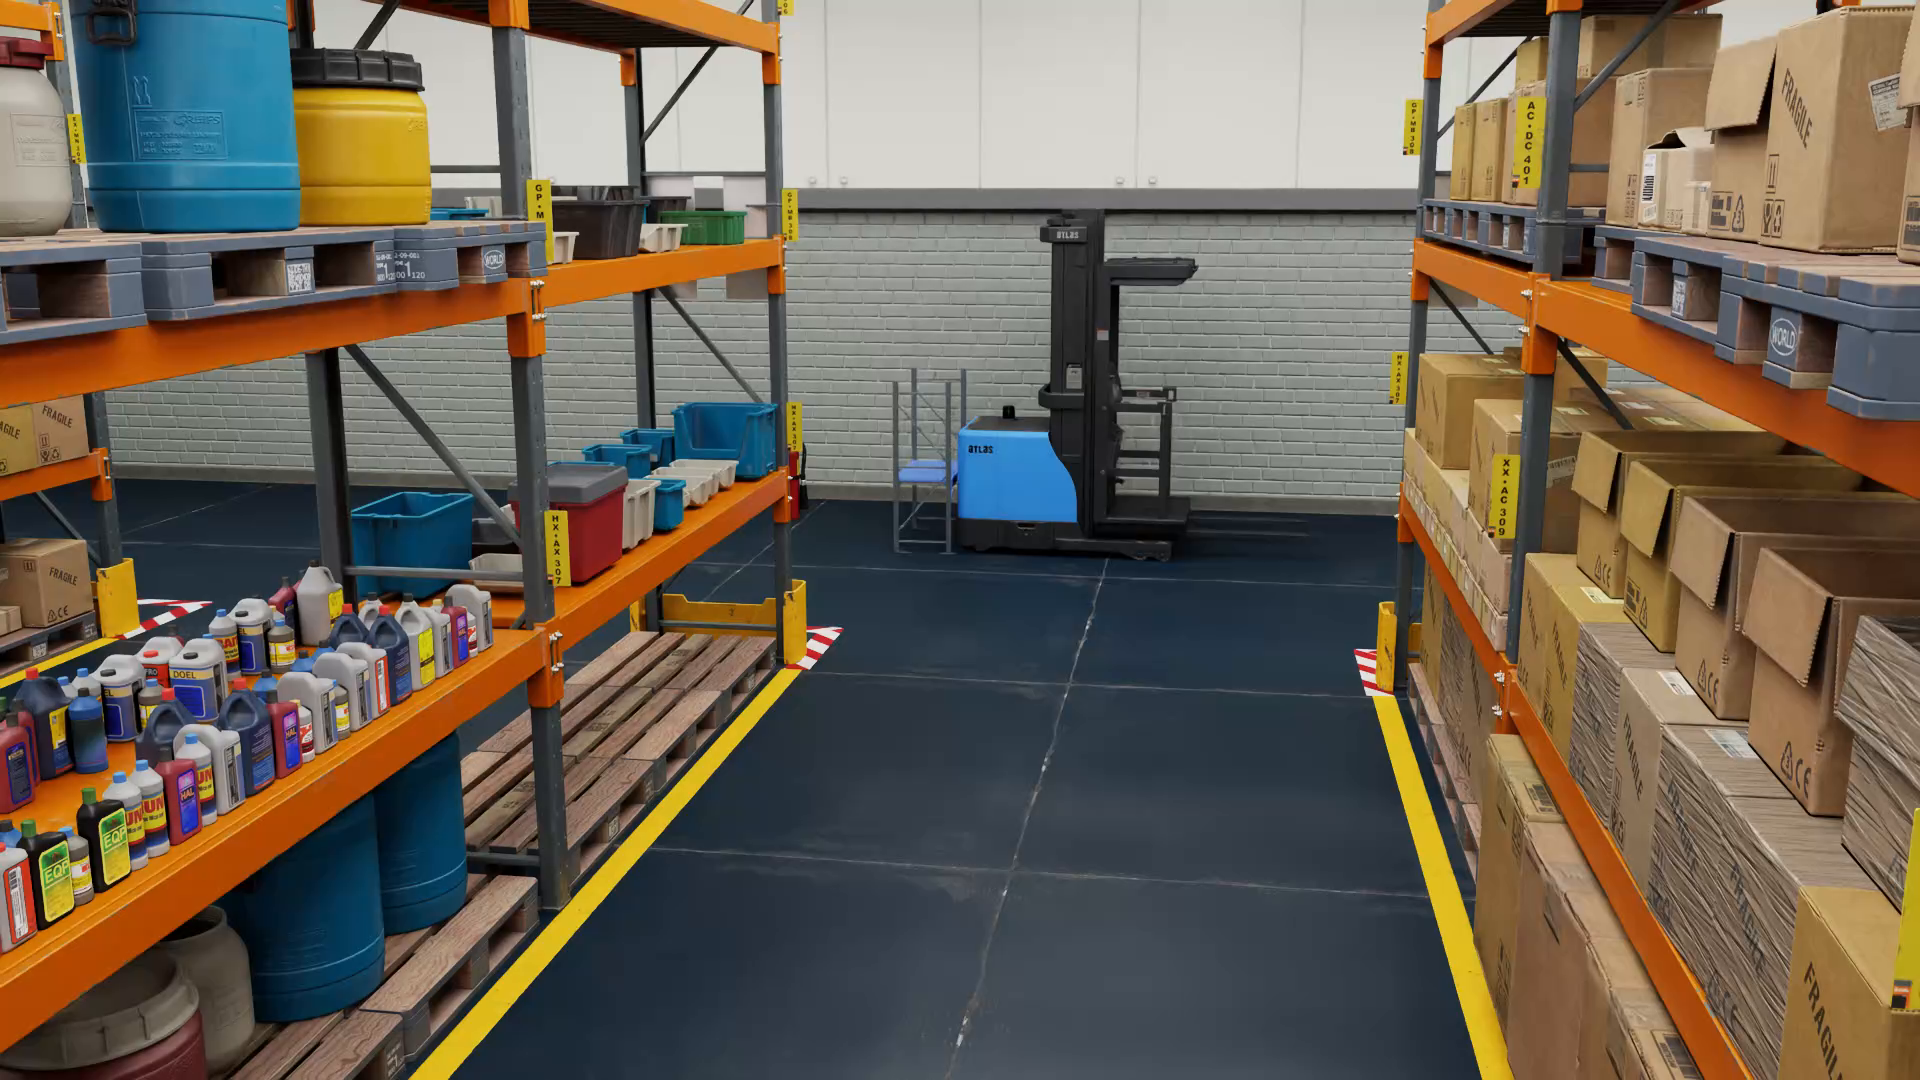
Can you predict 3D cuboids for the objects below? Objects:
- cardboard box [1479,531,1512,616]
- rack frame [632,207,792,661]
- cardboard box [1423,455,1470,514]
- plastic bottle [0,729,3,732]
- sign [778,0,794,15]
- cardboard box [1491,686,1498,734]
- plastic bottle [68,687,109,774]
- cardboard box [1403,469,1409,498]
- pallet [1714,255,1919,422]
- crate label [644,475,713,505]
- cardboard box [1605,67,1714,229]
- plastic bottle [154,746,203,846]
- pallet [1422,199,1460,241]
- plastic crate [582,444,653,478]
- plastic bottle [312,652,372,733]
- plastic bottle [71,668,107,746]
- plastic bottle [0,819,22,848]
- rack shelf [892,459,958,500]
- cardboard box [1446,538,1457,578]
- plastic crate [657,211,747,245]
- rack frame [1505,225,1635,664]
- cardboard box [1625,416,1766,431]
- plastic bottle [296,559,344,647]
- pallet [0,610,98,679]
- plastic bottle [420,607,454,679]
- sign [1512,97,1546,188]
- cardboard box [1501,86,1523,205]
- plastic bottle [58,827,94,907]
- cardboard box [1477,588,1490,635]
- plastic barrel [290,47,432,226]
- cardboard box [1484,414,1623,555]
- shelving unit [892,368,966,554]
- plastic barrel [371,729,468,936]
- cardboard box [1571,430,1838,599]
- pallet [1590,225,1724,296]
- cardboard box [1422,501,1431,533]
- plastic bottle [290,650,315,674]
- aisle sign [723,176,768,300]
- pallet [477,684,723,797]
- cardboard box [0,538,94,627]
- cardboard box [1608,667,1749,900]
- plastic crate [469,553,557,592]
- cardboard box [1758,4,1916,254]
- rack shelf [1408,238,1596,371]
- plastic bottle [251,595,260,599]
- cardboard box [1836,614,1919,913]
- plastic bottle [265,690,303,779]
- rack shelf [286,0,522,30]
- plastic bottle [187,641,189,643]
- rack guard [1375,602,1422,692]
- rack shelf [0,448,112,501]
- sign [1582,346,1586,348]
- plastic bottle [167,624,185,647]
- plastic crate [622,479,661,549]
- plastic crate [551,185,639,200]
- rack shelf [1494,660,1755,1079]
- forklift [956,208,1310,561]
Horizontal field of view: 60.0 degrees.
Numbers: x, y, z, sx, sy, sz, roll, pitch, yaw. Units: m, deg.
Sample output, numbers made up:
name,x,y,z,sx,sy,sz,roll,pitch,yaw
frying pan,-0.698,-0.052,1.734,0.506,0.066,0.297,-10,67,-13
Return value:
name,x,y,z,sx,sy,sz,roll,pitch,yaw
cardboard box,2.453,0.140,6.871,0.500,0.250,0.500,2,12,8
rack frame,-1.635,-0.680,11.029,1.000,3.000,0.127,2,12,9
cardboard box,2.764,-0.288,8.858,0.500,0.250,0.500,1,12,7
plastic bottle,-2.983,0.642,5.013,0.144,0.351,0.185,2,12,9
sign,-1.089,-3.441,10.364,0.100,0.325,0.005,2,12,9
cardboard box,2.825,1.012,7.226,0.875,0.875,0.875,2,12,9
plastic bottle,-2.808,0.609,5.353,0.097,0.271,0.097,0,12,0
cardboard box,2.878,-0.334,10.018,0.380,0.149,0.250,2,12,9
pallet,2.075,-0.364,2.891,1.213,0.211,1.003,2,12,11
crate label,-1.659,-0.286,9.685,0.396,0.136,0.243,2,12,9
cardboard box,2.565,-1.286,5.488,0.700,0.500,0.500,2,12,10
plastic bottle,-2.257,0.724,4.793,0.061,0.283,0.133,2,12,9
pallet,3.155,-1.788,9.260,1.003,0.211,1.213,2,12,9
plastic crate,-2.099,-0.450,10.216,0.416,0.233,0.300,2,12,9
plastic bottle,-2.146,0.515,5.779,0.152,0.276,0.135,2,12,9
plastic bottle,-2.921,0.564,5.563,0.097,0.271,0.097,0,12,0
plastic bottle,-2.423,0.847,4.249,0.097,0.271,0.097,0,12,0
rack shelf,-0.259,-0.549,14.833,0.538,0.185,1.000,2,12,7
cardboard box,2.564,0.094,8.033,0.380,0.149,0.250,2,12,8
plastic crate,-1.504,-1.828,9.740,0.450,0.188,0.336,2,12,9
rack frame,2.644,0.313,6.421,1.000,3.000,0.127,2,12,9
cardboard box,2.970,-0.217,6.751,0.500,0.500,0.500,2,12,9
plastic bottle,-2.631,0.248,6.841,0.144,0.351,0.185,2,12,9
pallet,-6.662,0.704,11.228,1.003,0.211,1.213,2,12,9
plastic bottle,-2.047,0.382,6.397,0.152,0.276,0.135,2,12,9
sign,2.095,-1.462,6.124,0.100,0.325,0.005,2,12,9
cardboard box,2.792,-1.733,7.323,0.700,0.500,0.500,3,12,12
plastic bottle,-2.343,0.855,4.376,0.097,0.201,0.097,0,12,0
cardboard box,2.407,0.308,7.040,0.380,0.149,0.250,2,12,10
plastic barrel,-2.190,-1.415,5.873,0.600,0.588,0.600,0,12,0
cardboard box,2.450,-0.230,6.811,0.500,0.500,0.500,2,12,10
shelving unit,-0.259,-0.724,14.795,0.538,1.500,1.048,2,12,7
plastic barrel,-2.351,1.086,6.820,0.600,0.901,0.708,2,12,9
cardboard box,2.554,-0.093,5.687,0.797,0.503,0.637,2,12,7
pallet,2.552,-0.867,5.232,0.805,0.209,1.217,1,12,6
cardboard box,2.722,-0.120,9.025,0.380,0.149,0.250,2,12,8
plastic bottle,-2.272,0.517,5.781,0.097,0.271,0.097,0,12,0
aisle sign,-1.334,-1.956,10.781,0.394,0.787,0.004,2,12,9
pallet,-1.990,1.107,9.357,1.003,0.211,1.213,2,12,9
cardboard box,-6.369,0.287,11.432,0.500,0.500,0.500,2,12,9
cardboard box,2.098,0.668,4.535,0.500,0.500,0.500,2,12,10
plastic crate,-2.037,0.160,7.615,0.396,0.136,0.243,2,12,9
cardboard box,2.097,-0.887,3.634,0.500,0.500,0.500,3,12,12
rack shelf,2.952,-1.218,8.113,1.077,0.370,4.000,2,12,9
plastic bottle,-2.763,0.351,6.552,0.097,0.271,0.097,0,12,0
cardboard box,2.157,0.455,3.145,0.797,0.503,0.637,2,12,11
plastic bottle,-2.172,0.609,5.324,0.061,0.283,0.133,2,12,9
rack shelf,-2.558,-1.817,4.720,1.077,0.370,4.000,2,12,9
plastic bottle,-2.829,0.474,6.147,0.097,0.201,0.097,0,12,0
rack guard,3.263,0.697,10.571,1.175,0.500,0.348,2,12,9
rack shelf,-6.836,-0.073,9.922,1.077,0.370,4.000,2,12,9
sign,3.793,-1.181,10.043,0.100,0.325,0.005,2,12,9
plastic bottle,-2.865,0.457,6.030,0.061,0.283,0.133,2,12,9
plastic crate,-1.833,-0.131,8.619,0.437,0.282,0.530,2,12,9
plastic crate,-2.141,-1.807,9.285,0.504,0.338,0.767,2,12,9
rack shelf,2.336,1.081,4.565,1.077,0.370,4.000,2,12,9
forklift,1.530,-1.373,14.405,3.031,2.935,1.130,2,12,9
